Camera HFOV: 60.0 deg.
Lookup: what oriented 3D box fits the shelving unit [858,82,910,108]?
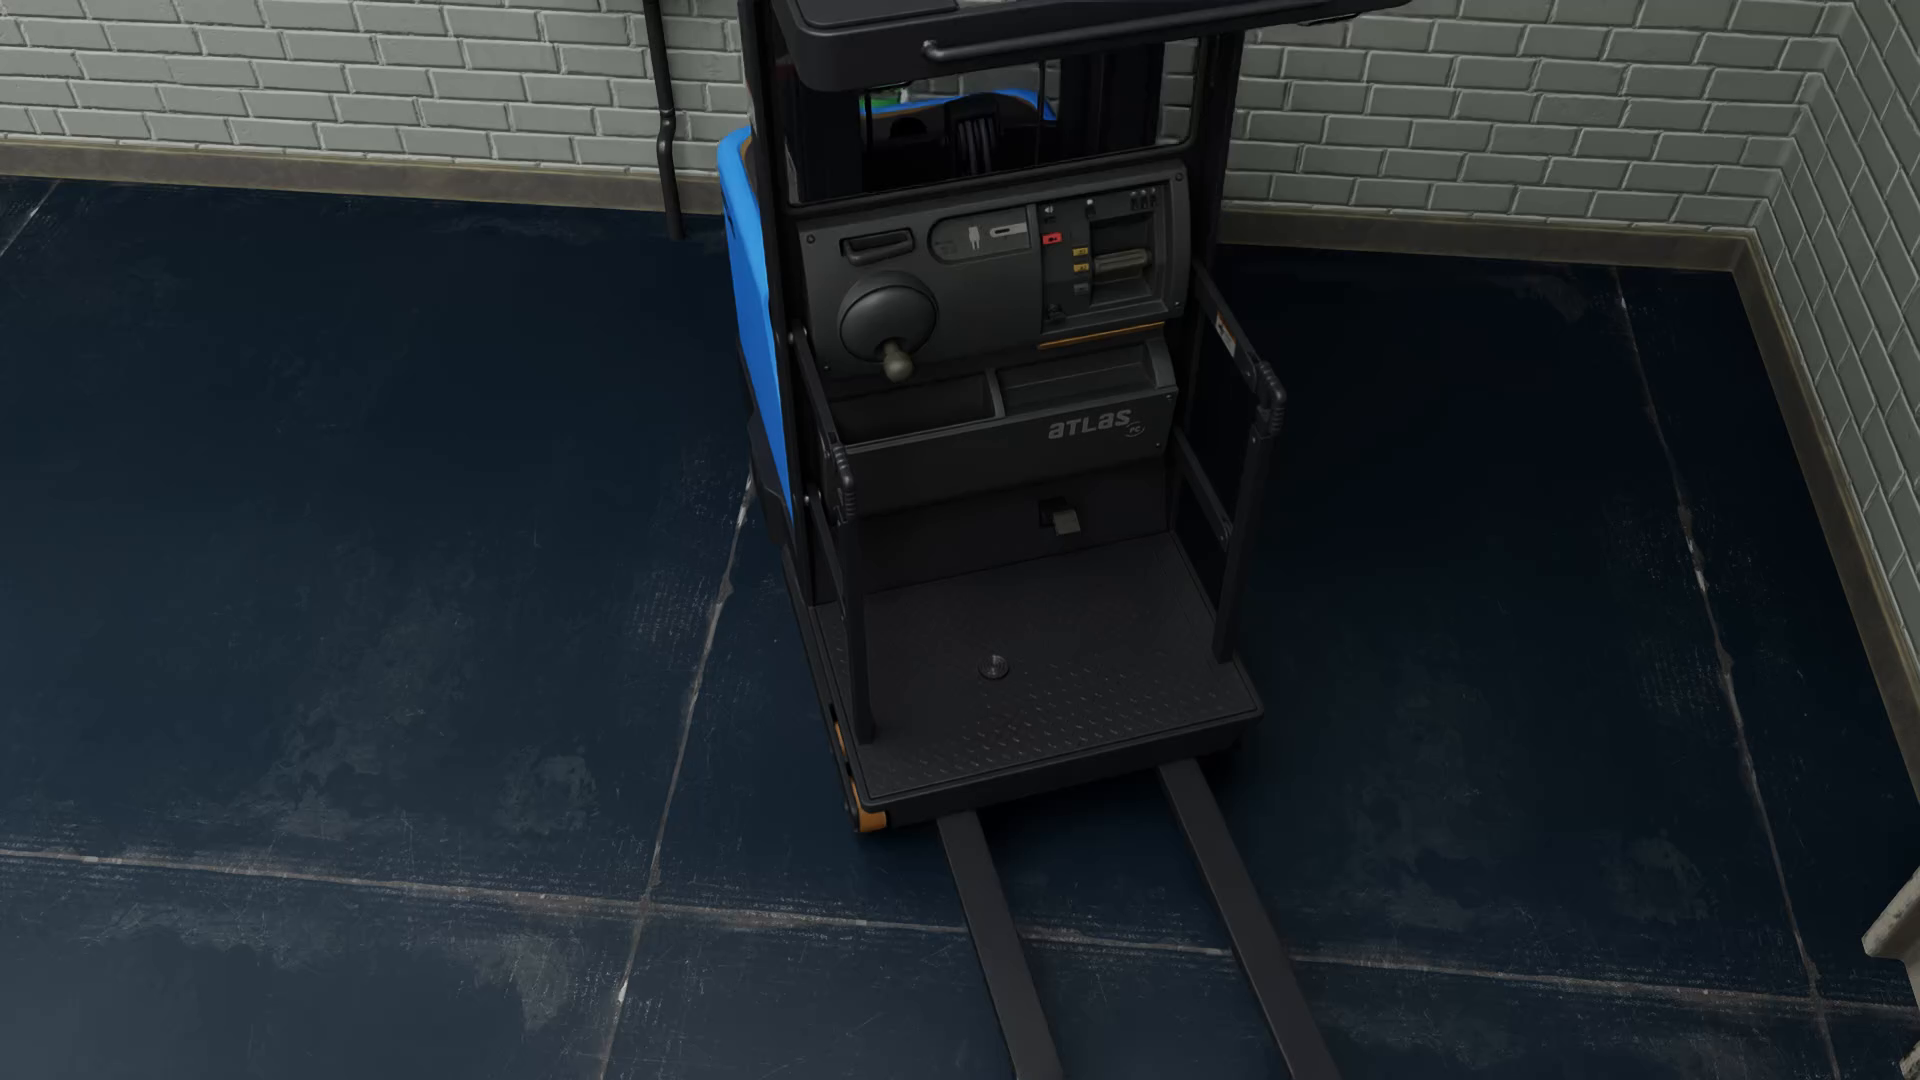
[{"bbox_3d":[-0.305,-1.219,5.552,0.258,1.200,0.503,-5,48,-4],"label":"shelving unit"}]

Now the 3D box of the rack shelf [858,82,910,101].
[{"bbox_3d":[-0.305,-1.500,5.245,0.258,0.148,0.480,-5,48,-4],"label":"rack shelf"}]

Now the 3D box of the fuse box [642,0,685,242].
[{"bbox_3d":[-1.046,-1.702,5.647,0.539,1.711,0.414,4,48,4],"label":"fuse box"}]

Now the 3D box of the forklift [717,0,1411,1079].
[{"bbox_3d":[0.154,-0.525,3.744,1.130,2.935,3.031,-12,49,-10],"label":"forklift"}]

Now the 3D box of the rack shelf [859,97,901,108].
[{"bbox_3d":[-0.305,-1.338,5.422,0.258,0.148,0.480,-5,48,-4],"label":"rack shelf"}]

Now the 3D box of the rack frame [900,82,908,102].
[{"bbox_3d":[-0.279,-1.040,5.388,0.240,1.200,0.015,-5,48,-4],"label":"rack frame"}]
